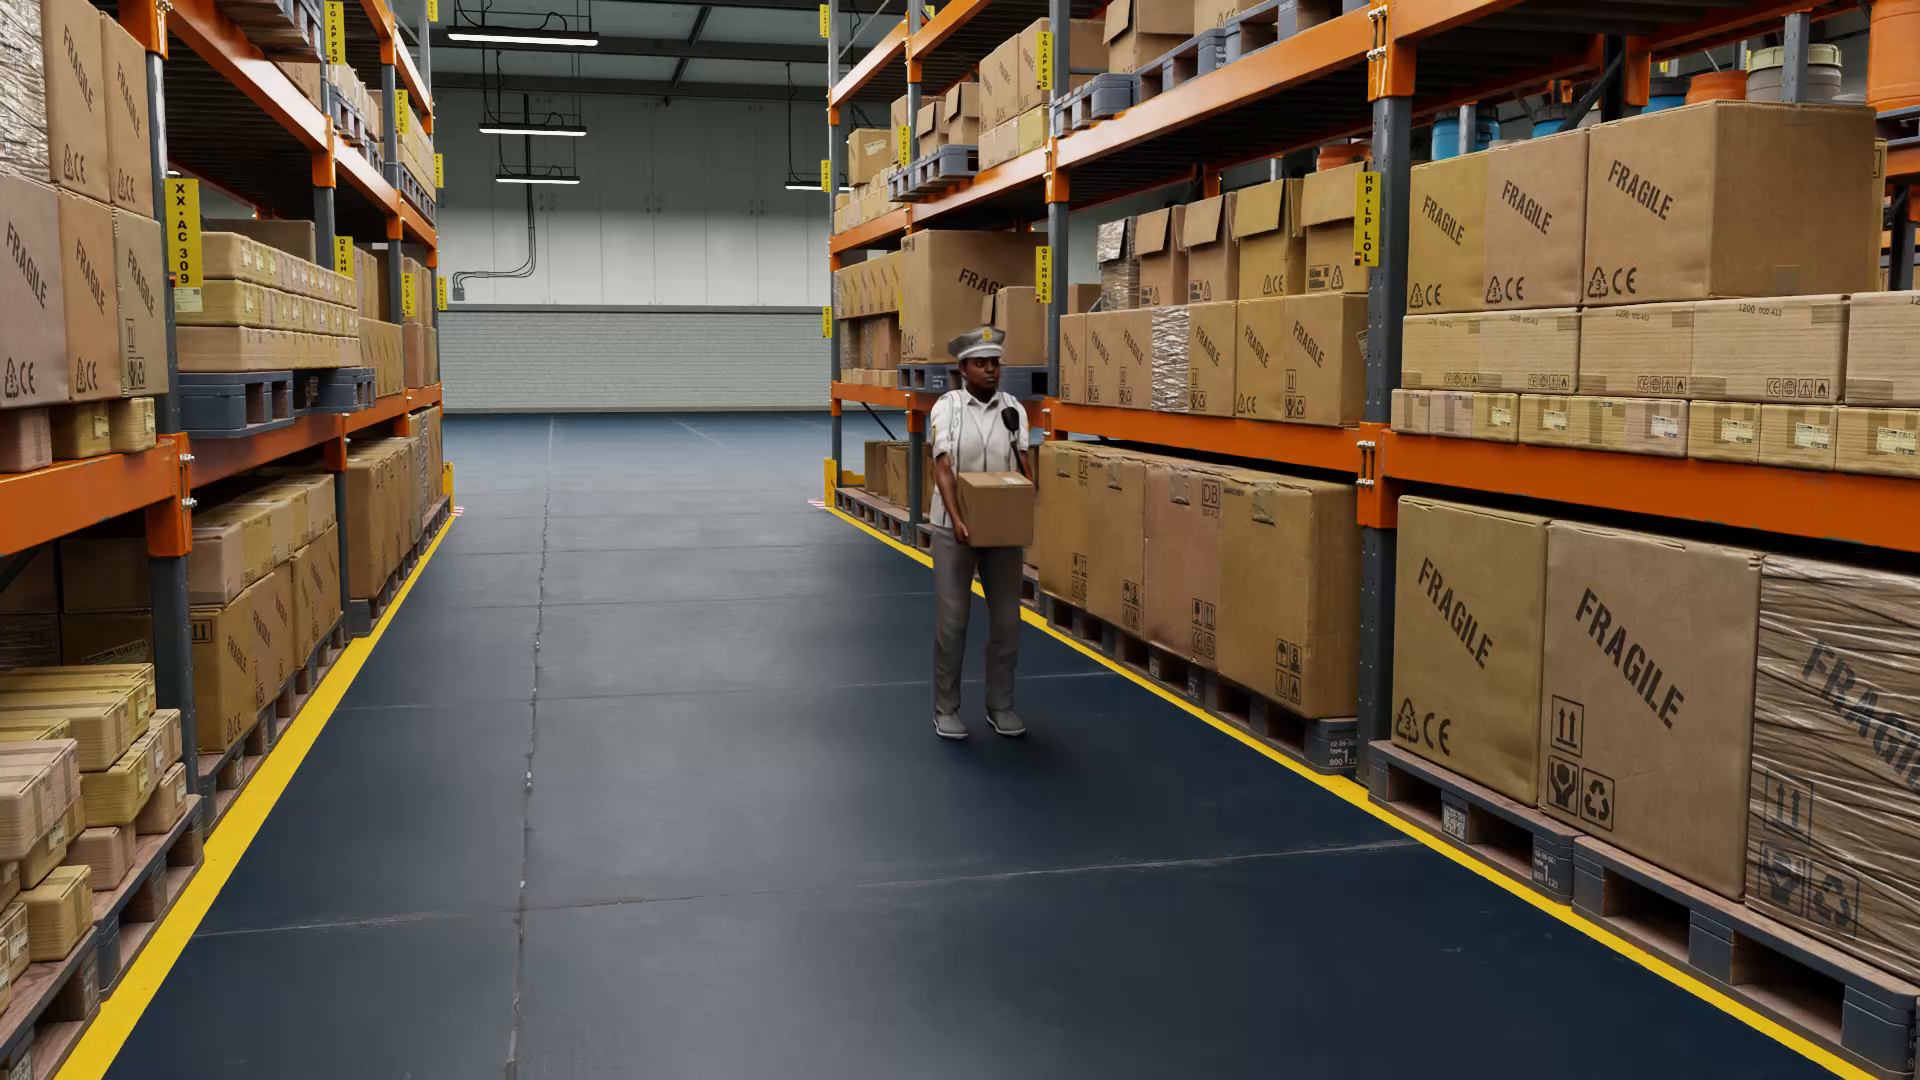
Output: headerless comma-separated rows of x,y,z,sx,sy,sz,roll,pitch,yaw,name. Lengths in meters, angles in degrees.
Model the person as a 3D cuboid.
0.101,-0.026,6.829,0.423,1.691,0.523,-2,6,-15,person
